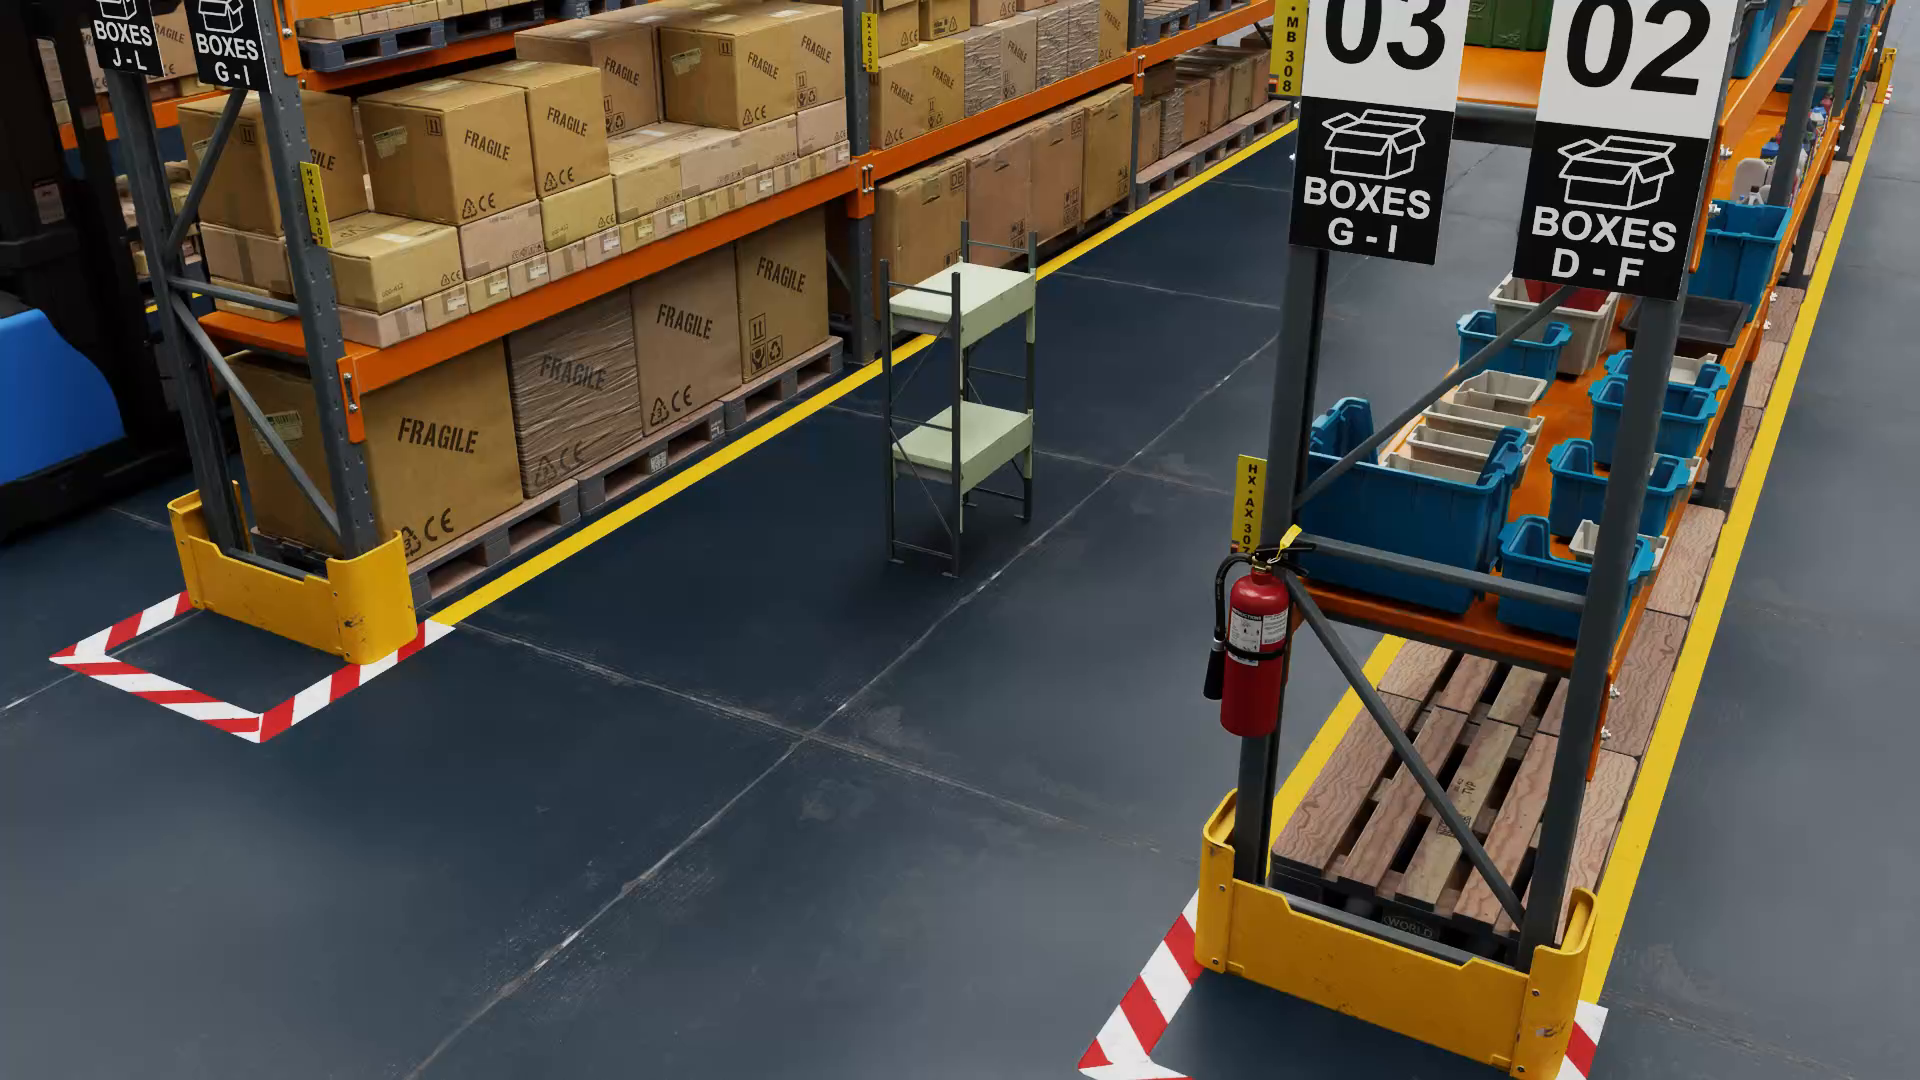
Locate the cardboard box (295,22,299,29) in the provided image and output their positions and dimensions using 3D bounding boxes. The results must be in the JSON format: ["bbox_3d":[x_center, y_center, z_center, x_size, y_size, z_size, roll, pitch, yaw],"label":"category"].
[{"bbox_3d":[-5.247,-3.960,12.620,0.380,0.149,0.250,13,30,25],"label":"cardboard box"}]

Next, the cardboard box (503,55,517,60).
[{"bbox_3d":[-3.649,-4.127,14.628,0.500,0.250,0.500,15,30,27],"label":"cardboard box"}]

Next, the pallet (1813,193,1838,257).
[{"bbox_3d":[6.295,-2.542,13.093,1.003,0.211,1.213,14,30,26],"label":"pallet"}]

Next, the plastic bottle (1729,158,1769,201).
[{"bbox_3d":[4.193,-1.899,8.831,0.152,0.276,0.135,14,30,26],"label":"plastic bottle"}]

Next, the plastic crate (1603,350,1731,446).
[{"bbox_3d":[2.546,-0.510,6.039,0.416,0.233,0.300,14,30,26],"label":"plastic crate"}]

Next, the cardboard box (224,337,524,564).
[{"bbox_3d":[-2.724,-0.500,7.802,0.875,0.875,0.875,14,30,26],"label":"cardboard box"}]

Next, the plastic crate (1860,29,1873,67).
[{"bbox_3d":[6.635,-3.746,12.618,0.450,0.188,0.662,14,30,26],"label":"plastic crate"}]

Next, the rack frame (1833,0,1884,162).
[{"bbox_3d":[7.246,-4.581,14.051,1.000,3.000,0.127,14,30,26],"label":"rack frame"}]

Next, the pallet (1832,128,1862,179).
[{"bbox_3d":[7.613,-3.587,15.180,1.003,0.211,1.213,14,30,26],"label":"pallet"}]

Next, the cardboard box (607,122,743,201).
[{"bbox_3d":[-1.494,-1.989,8.708,0.500,0.250,0.500,15,30,27],"label":"cardboard box"}]

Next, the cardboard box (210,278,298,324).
[{"bbox_3d":[-3.081,-1.094,7.366,0.380,0.149,0.250,15,30,27],"label":"cardboard box"}]

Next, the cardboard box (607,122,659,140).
[{"bbox_3d":[-1.960,-2.099,8.927,0.500,0.250,0.500,15,30,27],"label":"cardboard box"}]

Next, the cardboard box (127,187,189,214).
[{"bbox_3d":[-5.621,-2.378,11.700,0.380,0.149,0.250,15,30,28],"label":"cardboard box"}]

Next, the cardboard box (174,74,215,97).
[{"bbox_3d":[-5.422,-3.195,11.563,0.380,0.149,0.250,15,30,28],"label":"cardboard box"}]

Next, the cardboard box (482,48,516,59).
[{"bbox_3d":[-4.102,-4.237,14.849,0.500,0.250,0.500,14,30,25],"label":"cardboard box"}]

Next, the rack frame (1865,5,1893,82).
[{"bbox_3d":[9.214,-6.140,17.165,1.000,3.000,0.127,14,30,26],"label":"rack frame"}]

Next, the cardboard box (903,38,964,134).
[{"bbox_3d":[-0.311,-2.919,10.619,0.500,0.500,0.500,14,30,26],"label":"cardboard box"}]

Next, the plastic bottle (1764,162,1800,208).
[{"bbox_3d":[4.326,-1.865,8.764,0.152,0.276,0.135,14,30,26],"label":"plastic bottle"}]

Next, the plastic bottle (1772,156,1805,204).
[{"bbox_3d":[4.440,-1.956,8.945,0.152,0.276,0.135,14,30,26],"label":"plastic bottle"}]

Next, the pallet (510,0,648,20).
[{"bbox_3d":[-3.560,-4.858,14.817,1.213,0.211,1.003,14,30,26],"label":"pallet"}]

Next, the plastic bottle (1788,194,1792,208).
[{"bbox_3d":[4.227,-1.729,8.574,0.097,0.201,0.097,0,27,0],"label":"plastic bottle"}]

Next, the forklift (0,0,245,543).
[{"bbox_3d":[-4.570,-1.860,8.692,1.130,2.935,3.031,13,30,25],"label":"forklift"}]

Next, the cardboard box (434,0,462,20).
[{"bbox_3d":[-4.169,-4.216,13.133,0.380,0.149,0.250,13,29,24],"label":"cardboard box"}]

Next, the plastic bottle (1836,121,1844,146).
[{"bbox_3d":[7.785,-3.586,14.618,0.097,0.271,0.097,0,27,0],"label":"plastic bottle"}]

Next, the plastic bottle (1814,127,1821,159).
[{"bbox_3d":[5.025,-2.361,9.838,0.097,0.201,0.097,0,27,0],"label":"plastic bottle"}]

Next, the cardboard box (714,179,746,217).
[{"bbox_3d":[-1.372,-1.850,8.875,0.380,0.149,0.250,15,30,27],"label":"cardboard box"}]

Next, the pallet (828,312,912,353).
[{"bbox_3d":[-0.687,-1.625,11.259,1.003,0.211,1.213,14,30,26],"label":"pallet"}]

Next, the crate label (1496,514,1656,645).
[{"bbox_3d":[1.751,0.120,4.780,0.416,0.233,0.303,14,30,26],"label":"crate label"}]

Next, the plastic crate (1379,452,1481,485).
[{"bbox_3d":[1.587,-0.171,5.469,0.396,0.136,0.243,14,30,26],"label":"plastic crate"}]

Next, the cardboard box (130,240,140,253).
[{"bbox_3d":[-5.853,-2.043,11.363,0.380,0.149,0.250,13,29,24],"label":"cardboard box"}]

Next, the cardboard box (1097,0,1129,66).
[{"bbox_3d":[0.939,-3.911,12.600,0.500,0.500,0.500,15,30,28],"label":"cardboard box"}]

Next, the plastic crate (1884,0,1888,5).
[{"bbox_3d":[8.160,-4.953,15.031,0.450,0.188,0.662,14,30,26],"label":"plastic crate"}]

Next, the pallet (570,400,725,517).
[{"bbox_3d":[-2.043,-0.551,9.115,1.003,0.211,1.213,14,30,26],"label":"pallet"}]

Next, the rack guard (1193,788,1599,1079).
[{"bbox_3d":[1.342,1.225,5.244,1.175,0.500,0.348,14,30,26],"label":"rack guard"}]

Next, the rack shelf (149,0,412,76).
[{"bbox_3d":[-1.985,-2.794,7.934,1.077,0.370,4.000,14,30,26],"label":"rack shelf"}]

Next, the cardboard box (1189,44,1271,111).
[{"bbox_3d":[2.613,-4.516,16.222,0.700,0.500,0.500,12,29,22],"label":"cardboard box"}]

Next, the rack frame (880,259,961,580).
[{"bbox_3d":[-0.177,-0.531,7.635,0.400,1.500,0.023,14,30,26],"label":"rack frame"}]

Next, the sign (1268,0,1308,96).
[{"bbox_3d":[0.856,-1.314,4.290,0.100,0.325,0.005,14,30,26],"label":"sign"}]

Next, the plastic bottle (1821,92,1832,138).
[{"bbox_3d":[5.337,-2.629,10.281,0.061,0.283,0.133,14,30,26],"label":"plastic bottle"}]

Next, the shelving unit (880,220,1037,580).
[{"bbox_3d":[0.003,-0.673,7.919,0.431,1.500,0.755,14,30,26],"label":"shelving unit"}]

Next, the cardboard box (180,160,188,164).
[{"bbox_3d":[-5.620,-2.776,12.496,0.380,0.149,0.250,16,31,28],"label":"cardboard box"}]

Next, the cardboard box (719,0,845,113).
[{"bbox_3d":[-0.995,-2.717,9.325,0.500,0.500,0.500,15,30,28],"label":"cardboard box"}]

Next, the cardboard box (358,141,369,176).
[{"bbox_3d":[-4.676,-2.985,13.186,0.500,0.500,0.500,15,30,28],"label":"cardboard box"}]

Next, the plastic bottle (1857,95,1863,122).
[{"bbox_3d":[8.307,-4.056,15.469,0.144,0.351,0.185,14,30,26],"label":"plastic bottle"}]

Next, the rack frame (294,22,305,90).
[{"bbox_3d":[-5.270,-3.686,12.262,1.000,3.000,0.127,14,30,26],"label":"rack frame"}]

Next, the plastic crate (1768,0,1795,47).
[{"bbox_3d":[2.334,-1.753,5.119,0.504,0.338,0.767,14,30,26],"label":"plastic crate"}]

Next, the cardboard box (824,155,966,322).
[{"bbox_3d":[-0.704,-2.046,10.890,1.225,0.875,0.875,14,30,26],"label":"cardboard box"}]

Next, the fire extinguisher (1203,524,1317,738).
[{"bbox_3d":[0.873,0.255,4.892,0.296,0.674,0.183,14,30,26],"label":"fire extinguisher"}]

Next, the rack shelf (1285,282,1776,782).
[{"bbox_3d":[2.327,-0.362,6.427,1.077,0.370,4.000,14,30,26],"label":"rack shelf"}]

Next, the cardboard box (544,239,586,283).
[{"bbox_3d":[-2.003,-1.350,7.876,0.380,0.149,0.250,14,30,25],"label":"cardboard box"}]

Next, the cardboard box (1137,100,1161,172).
[{"bbox_3d":[1.278,-3.458,14.107,0.700,0.500,0.500,13,29,23],"label":"cardboard box"}]
